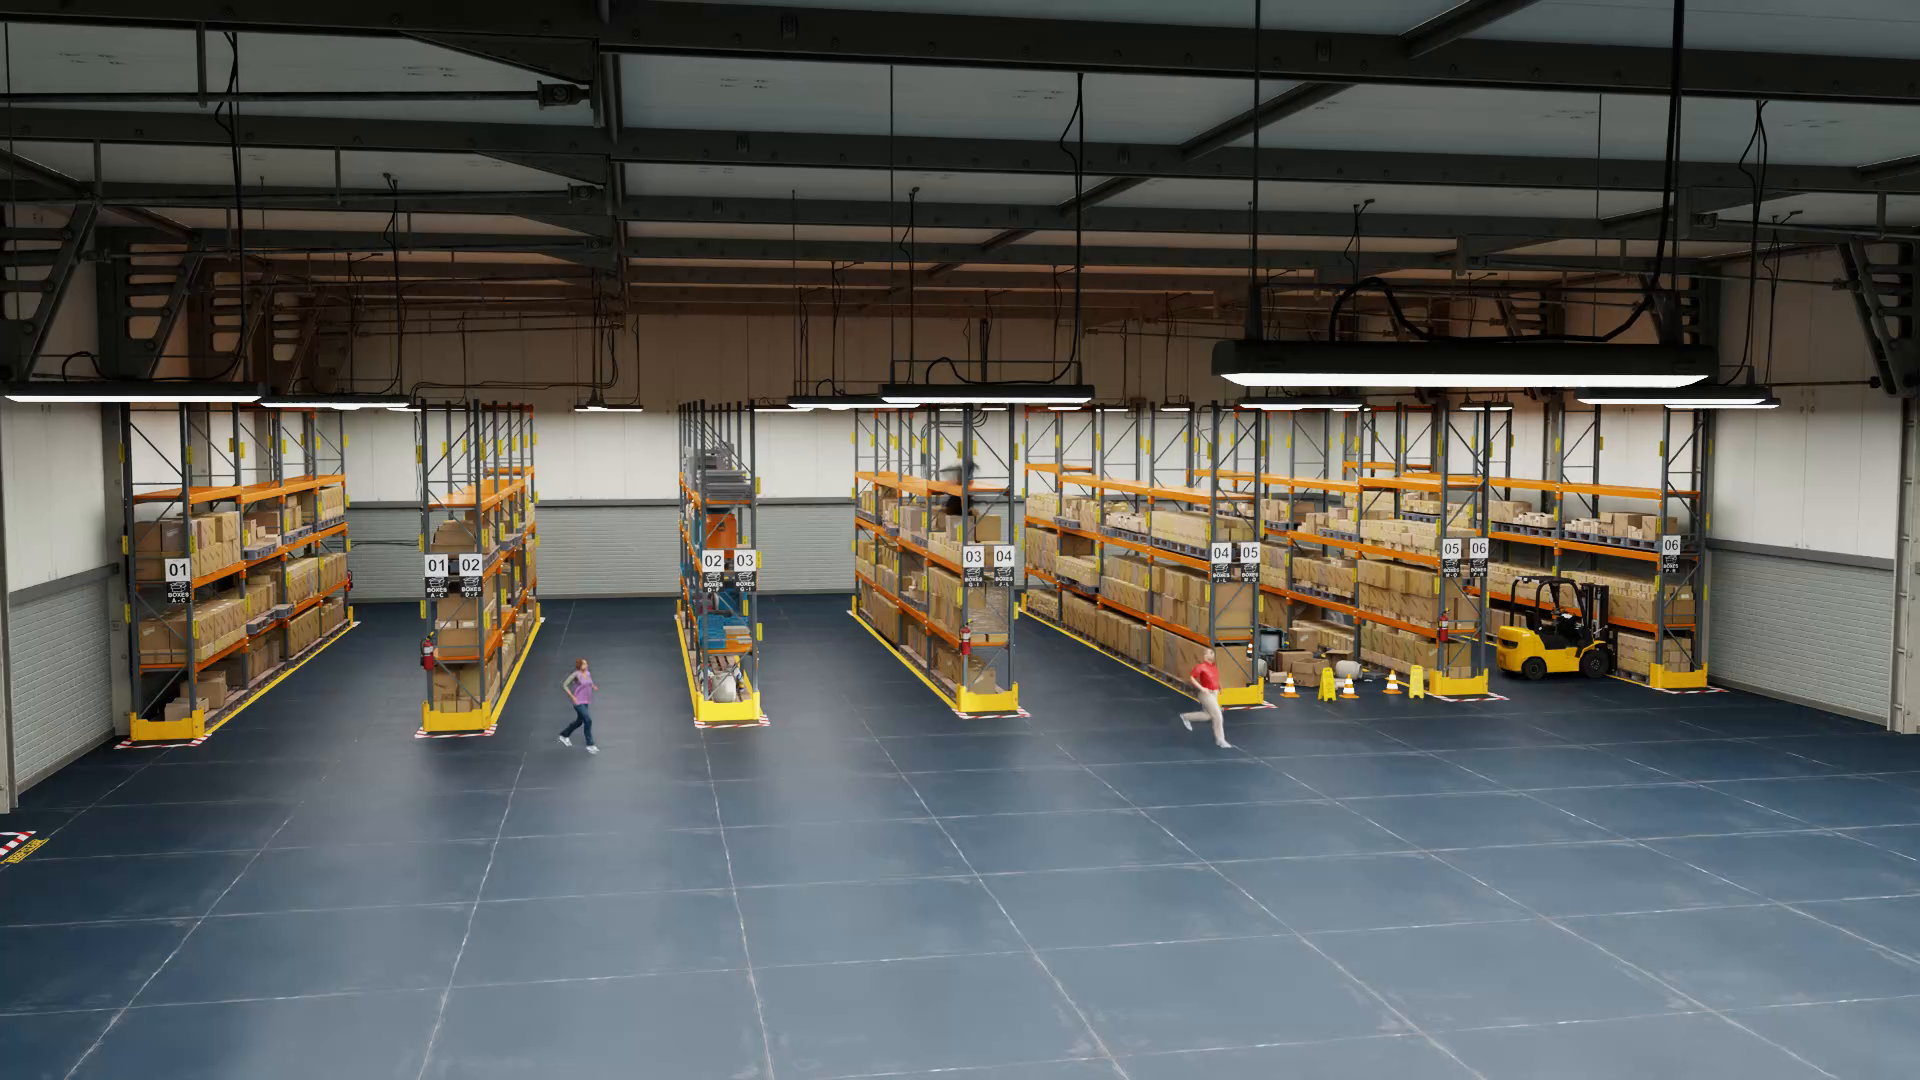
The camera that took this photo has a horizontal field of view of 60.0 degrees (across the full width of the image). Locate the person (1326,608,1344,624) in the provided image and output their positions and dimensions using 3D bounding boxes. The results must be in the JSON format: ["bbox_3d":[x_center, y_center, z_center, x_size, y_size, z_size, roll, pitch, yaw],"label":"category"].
[{"bbox_3d":[10.020,1.555,44.452,0.628,1.624,0.735,-1,4,-8],"label":"person"}]

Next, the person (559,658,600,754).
[{"bbox_3d":[-6.457,2.792,28.227,0.817,1.617,0.486,2,5,20],"label":"person"}]

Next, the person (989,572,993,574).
[{"bbox_3d":[0.603,1.208,48.334,0.759,1.783,0.869,1,4,16],"label":"person"}]

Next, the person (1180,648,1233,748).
[{"bbox_3d":[4.278,2.724,28.874,1.018,1.719,0.643,2,5,29],"label":"person"}]

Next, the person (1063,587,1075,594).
[{"bbox_3d":[3.212,1.059,50.392,0.858,1.773,0.648,-2,5,-26],"label":"person"}]
